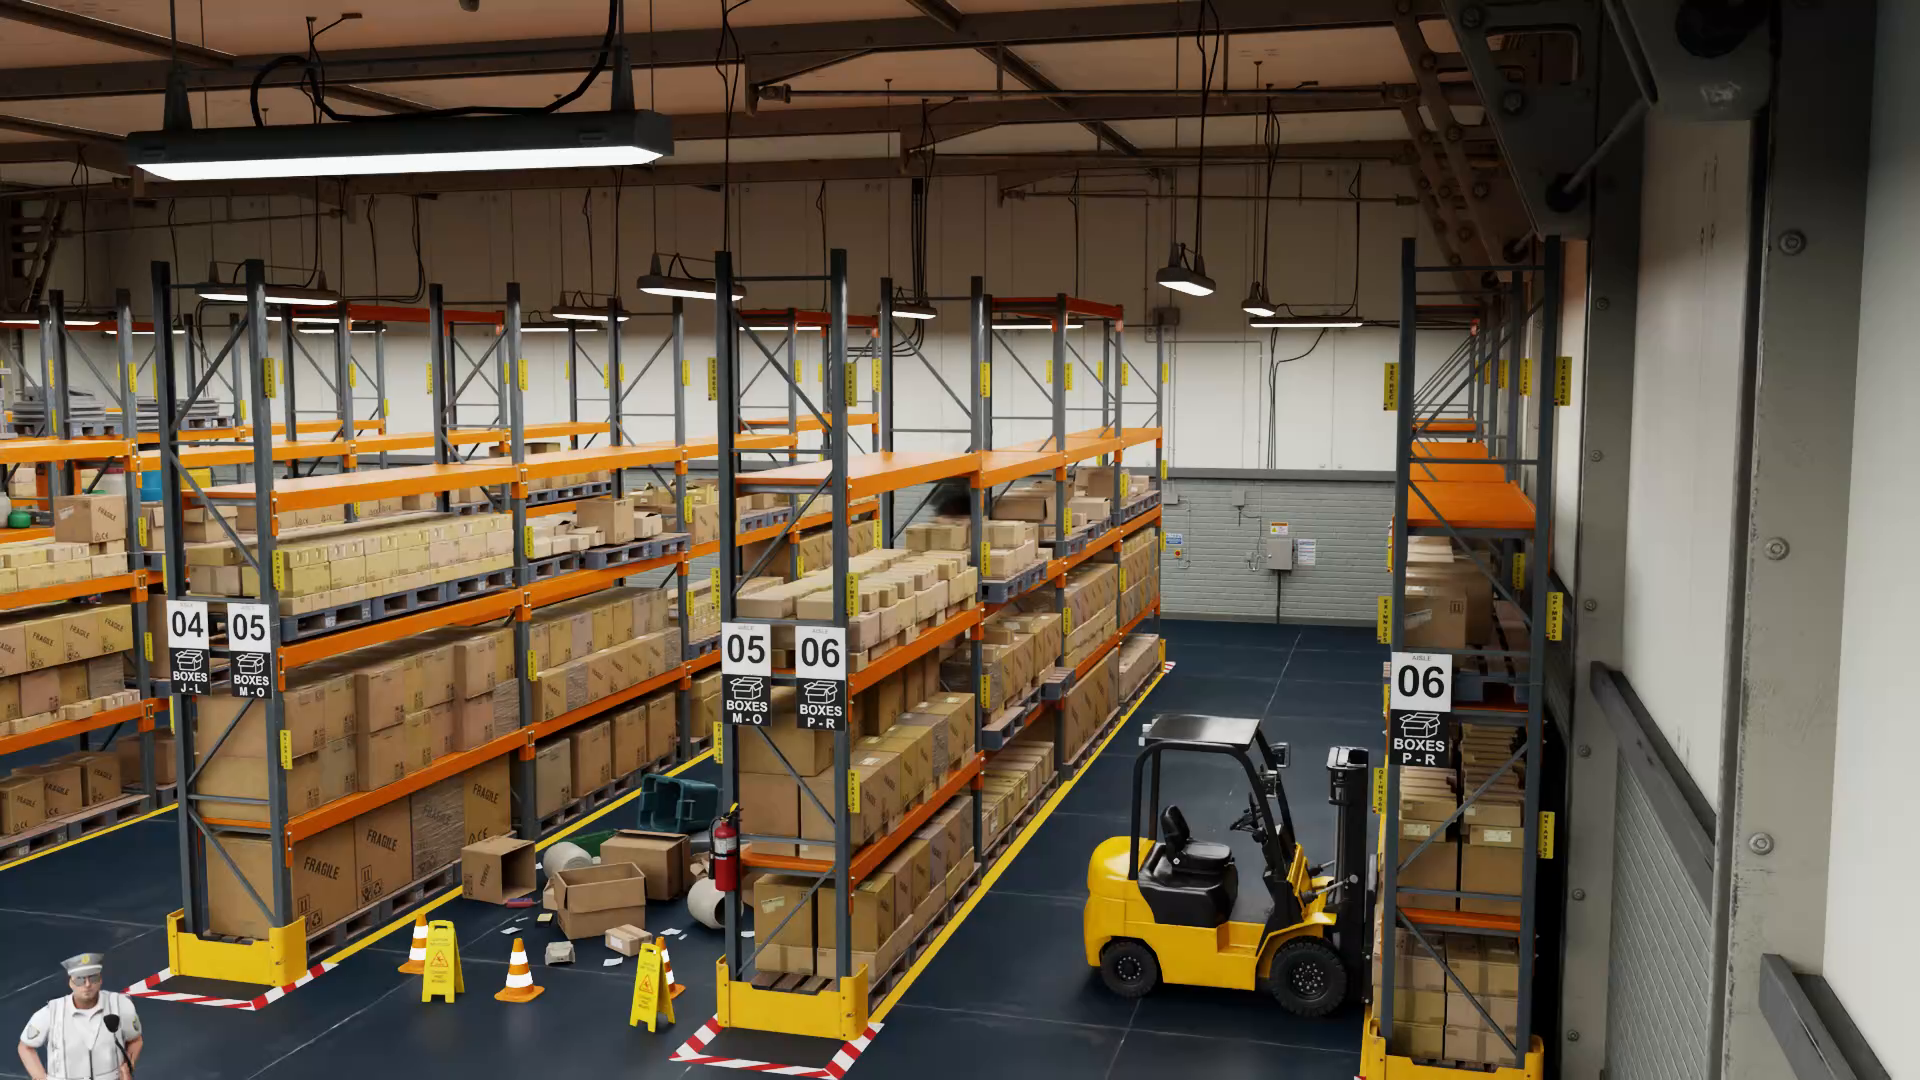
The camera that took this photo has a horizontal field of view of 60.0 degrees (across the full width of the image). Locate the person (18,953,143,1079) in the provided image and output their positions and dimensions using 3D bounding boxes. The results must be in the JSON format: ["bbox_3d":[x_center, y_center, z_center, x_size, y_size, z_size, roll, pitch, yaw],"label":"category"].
[{"bbox_3d":[-5.096,3.267,9.727,0.635,1.741,0.615,-5,8,-37],"label":"person"}]
